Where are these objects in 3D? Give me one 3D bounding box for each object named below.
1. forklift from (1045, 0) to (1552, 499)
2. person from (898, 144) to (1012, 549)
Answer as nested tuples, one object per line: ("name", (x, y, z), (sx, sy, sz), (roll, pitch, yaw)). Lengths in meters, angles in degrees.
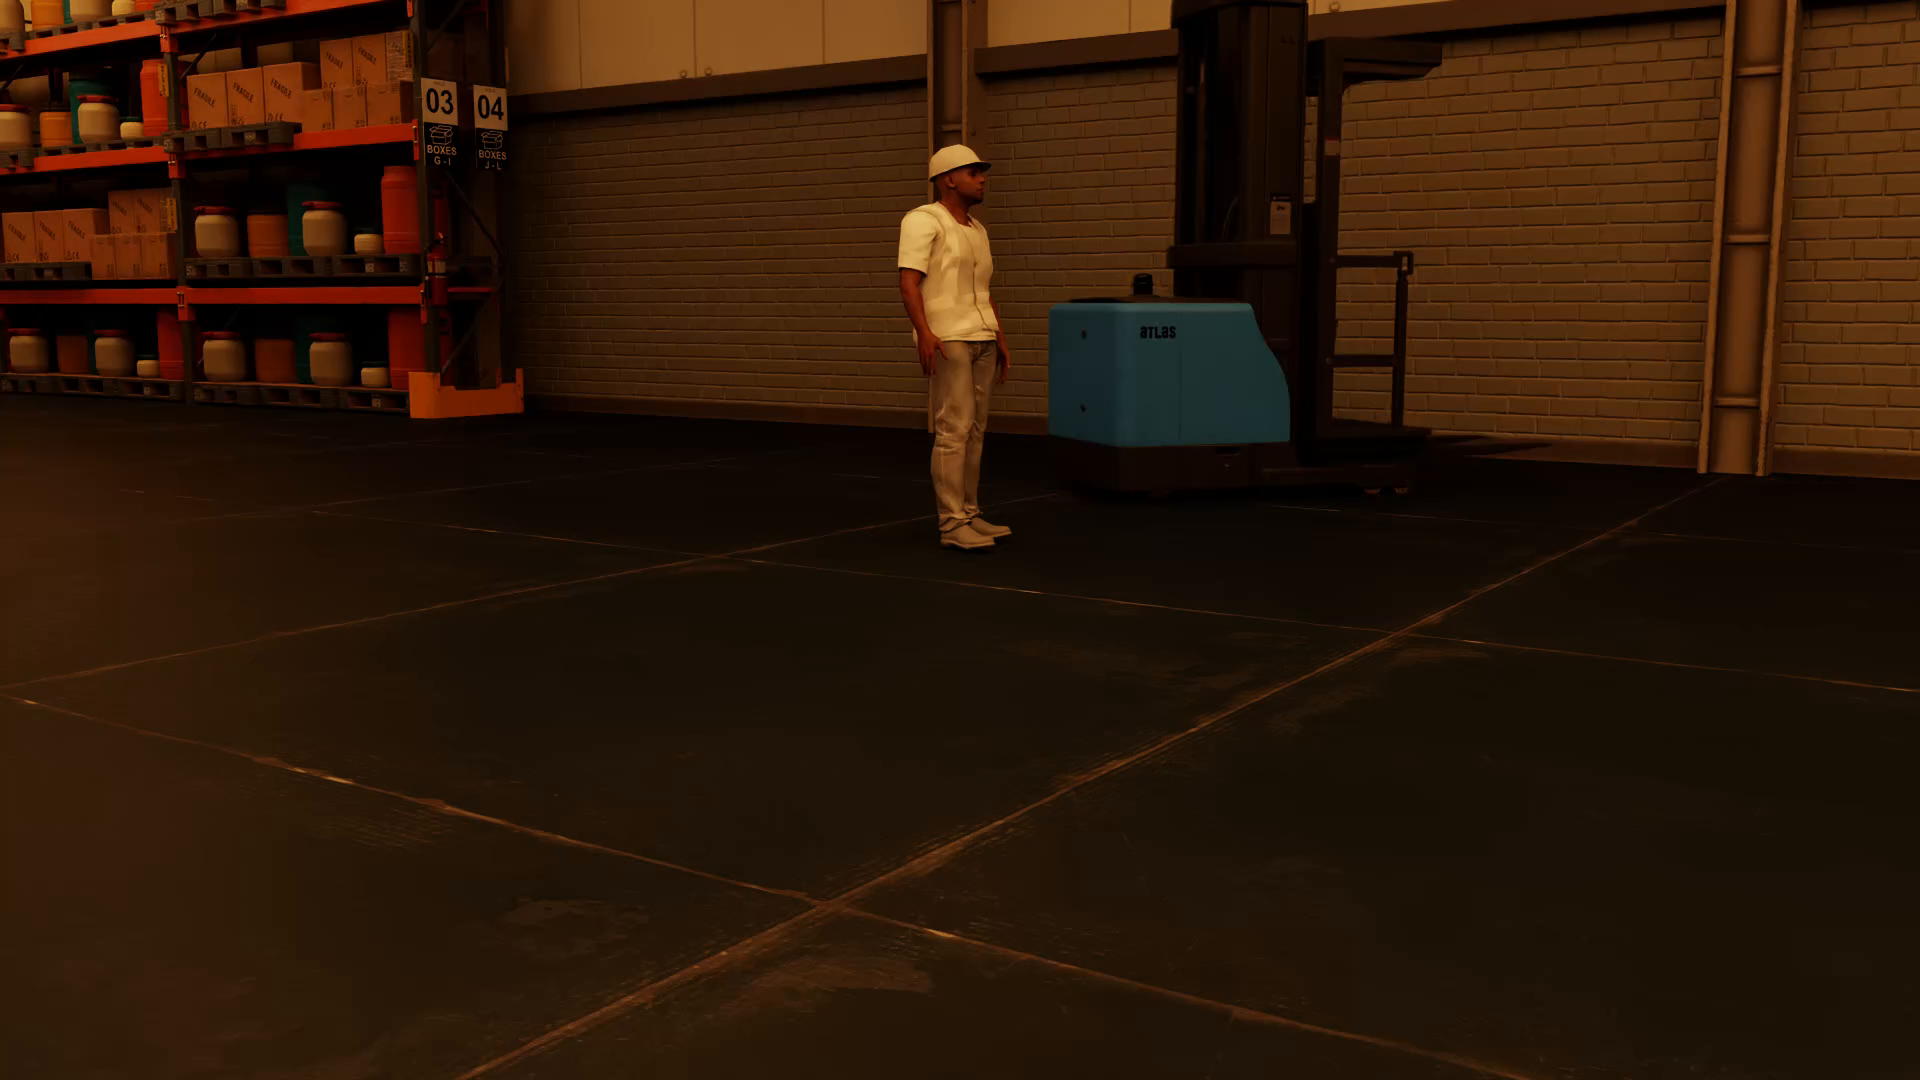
("forklift", (2.070, -1.779, 9.704), (3.031, 2.935, 1.130), (-3, 9, -21))
("person", (0.054, -0.875, 7.435), (0.577, 1.765, 0.665), (5, 10, 34))
